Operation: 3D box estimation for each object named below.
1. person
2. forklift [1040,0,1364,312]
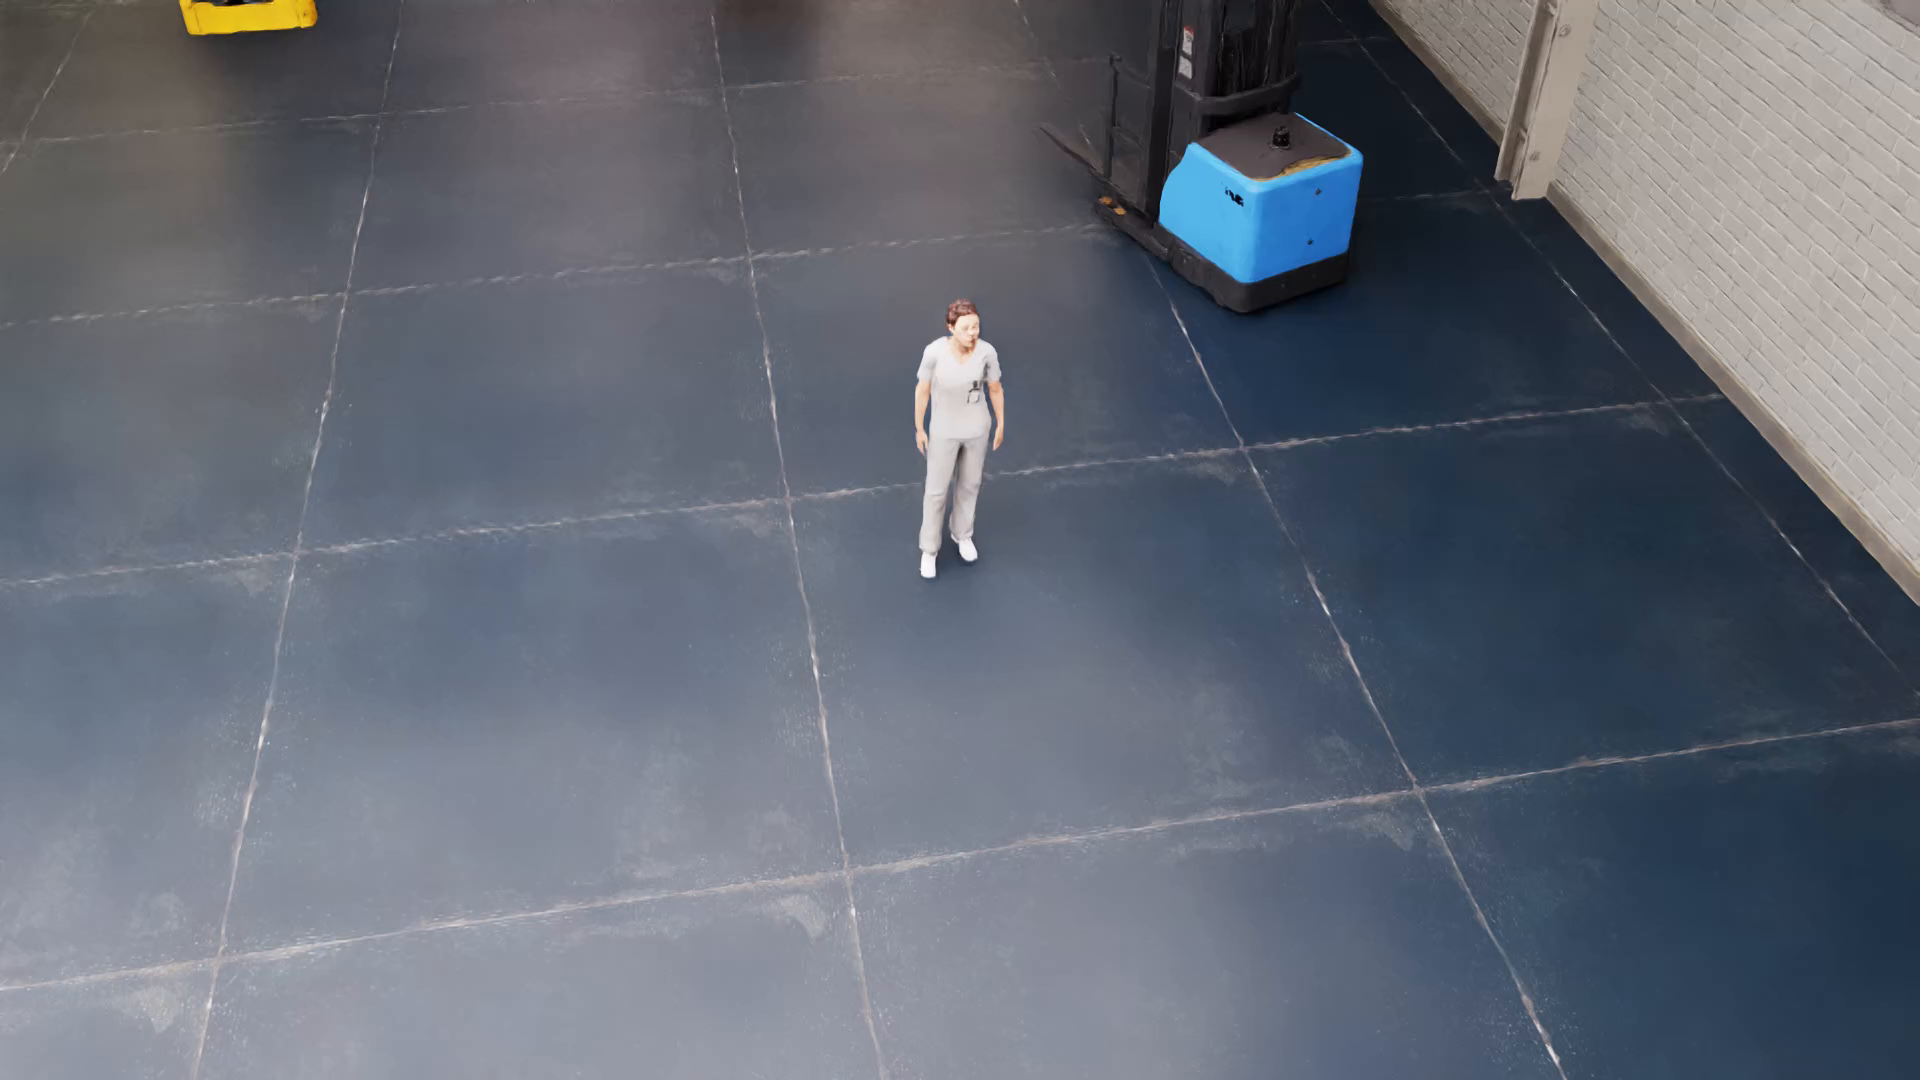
[{"bbox_3d":[0.002,-0.588,9.608,0.550,1.674,0.526,-7,41,-8],"label":"person"},{"bbox_3d":[1.715,-3.706,12.317,1.130,2.935,3.031,-21,44,-22],"label":"forklift"}]
